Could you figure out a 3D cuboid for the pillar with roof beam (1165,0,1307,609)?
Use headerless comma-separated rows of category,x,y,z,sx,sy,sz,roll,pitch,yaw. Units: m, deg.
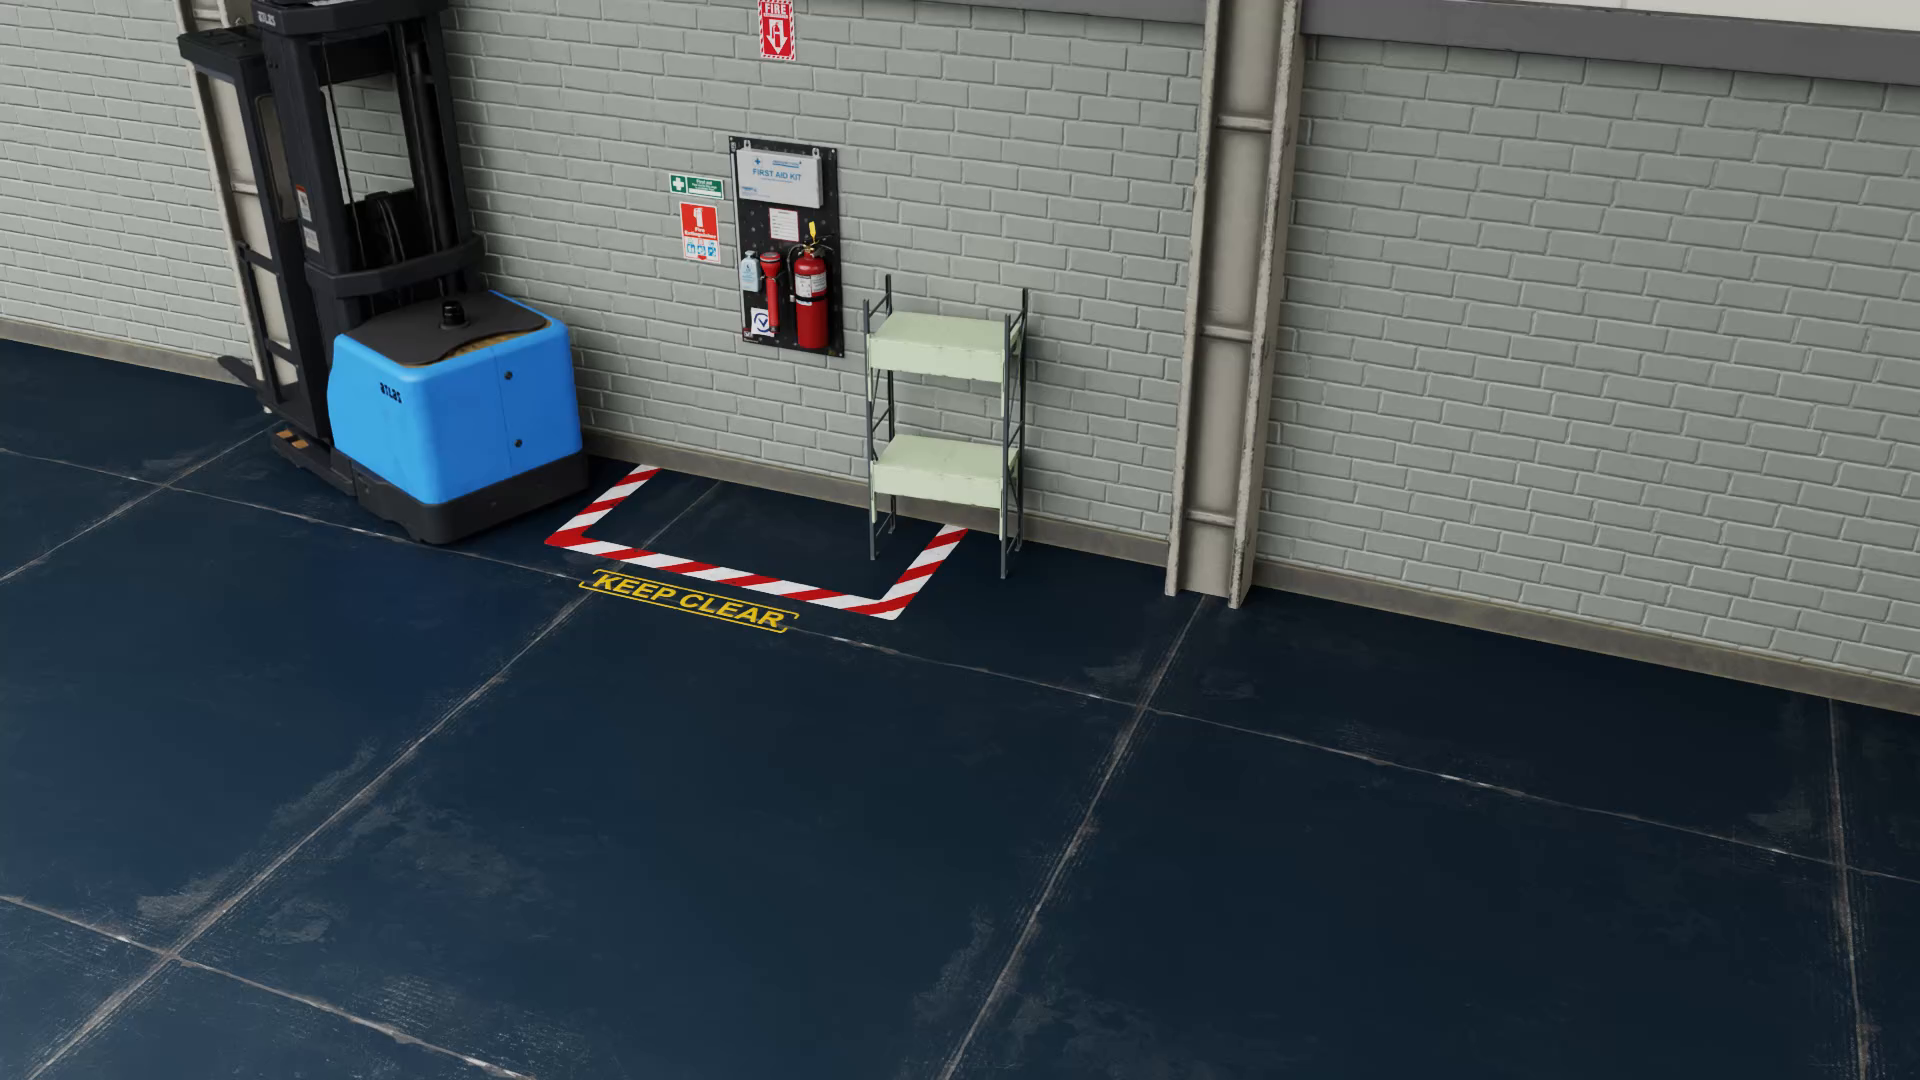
pillar with roof beam,-0.301,-1.703,3.117,0.400,9.000,9.100,11,31,19

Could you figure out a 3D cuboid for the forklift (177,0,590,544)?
forklift,-3.559,-1.873,9.584,3.031,2.935,1.130,26,38,37

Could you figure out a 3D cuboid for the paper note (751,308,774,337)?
paper note,-1.097,-1.209,9.236,0.142,0.148,0.016,11,31,19

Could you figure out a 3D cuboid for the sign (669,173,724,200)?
sign,-1.431,-1.919,9.022,0.331,0.109,0.001,11,31,19

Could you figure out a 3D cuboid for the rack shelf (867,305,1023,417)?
rack shelf,-0.070,-0.927,8.573,0.720,0.370,0.431,8,30,14

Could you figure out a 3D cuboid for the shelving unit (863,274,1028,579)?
shelving unit,-0.070,-0.587,8.765,0.755,1.500,0.431,8,30,14

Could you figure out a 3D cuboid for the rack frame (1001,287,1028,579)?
rack frame,0.283,-0.539,8.679,0.023,1.500,0.400,8,30,14

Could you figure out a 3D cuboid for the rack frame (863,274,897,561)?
rack frame,-0.422,-0.636,8.851,0.023,1.500,0.400,8,30,14

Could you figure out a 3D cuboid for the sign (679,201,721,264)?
sign,-1.432,-1.693,9.161,0.234,0.329,0.001,11,31,19

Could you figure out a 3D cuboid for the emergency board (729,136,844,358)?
emergency board,-0.958,-1.529,8.906,0.643,1.169,0.194,11,31,19

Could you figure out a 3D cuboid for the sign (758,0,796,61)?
sign,-0.928,-2.585,8.419,0.199,0.298,0.001,11,31,19

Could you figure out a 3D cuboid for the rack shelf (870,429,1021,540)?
rack shelf,-0.070,-0.304,8.926,0.720,0.370,0.431,8,30,14

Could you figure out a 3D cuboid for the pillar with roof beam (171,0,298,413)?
pillar with roof beam,-5.861,-2.813,5.081,0.400,9.000,9.100,11,31,19
